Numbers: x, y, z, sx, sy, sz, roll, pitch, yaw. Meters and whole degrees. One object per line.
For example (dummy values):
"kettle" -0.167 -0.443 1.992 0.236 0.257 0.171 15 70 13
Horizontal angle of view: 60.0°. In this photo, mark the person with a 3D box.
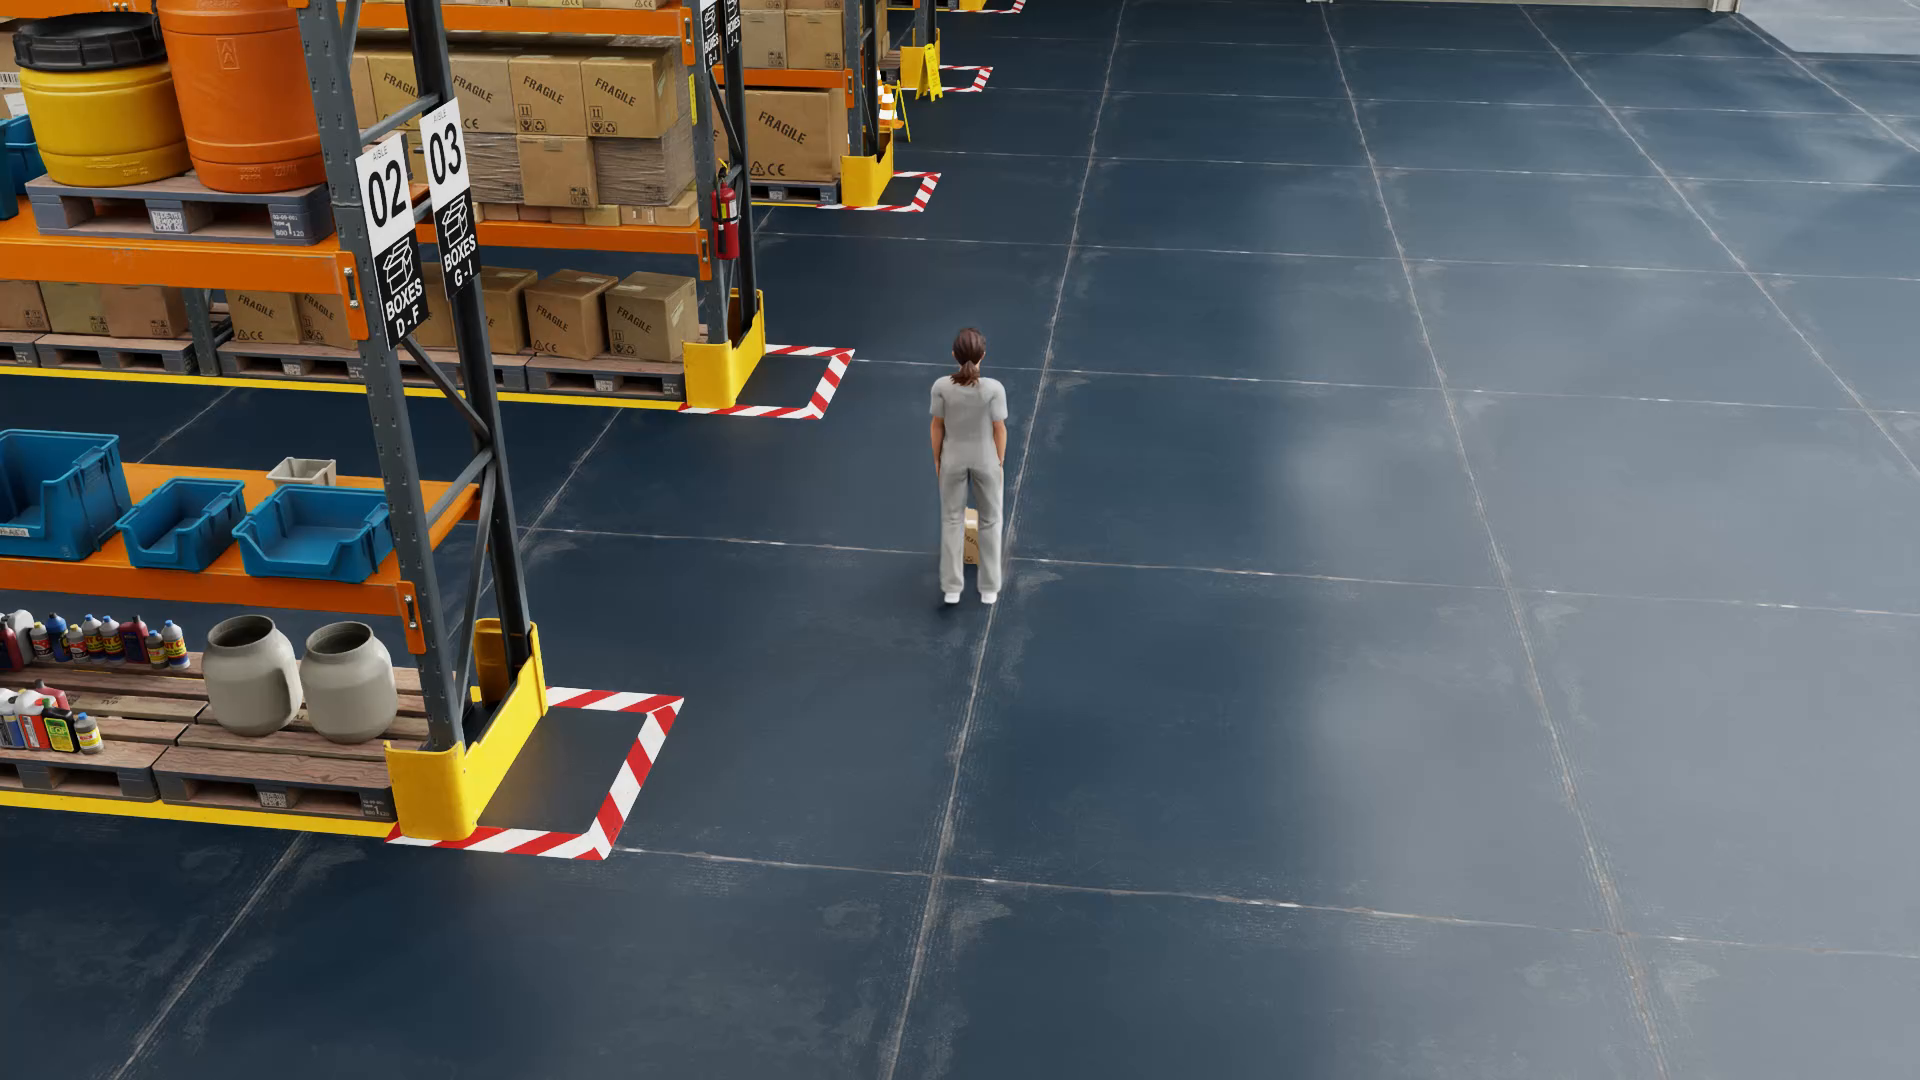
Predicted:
"person" 0.050 -0.413 9.403 0.435 1.673 0.369 4 29 7
